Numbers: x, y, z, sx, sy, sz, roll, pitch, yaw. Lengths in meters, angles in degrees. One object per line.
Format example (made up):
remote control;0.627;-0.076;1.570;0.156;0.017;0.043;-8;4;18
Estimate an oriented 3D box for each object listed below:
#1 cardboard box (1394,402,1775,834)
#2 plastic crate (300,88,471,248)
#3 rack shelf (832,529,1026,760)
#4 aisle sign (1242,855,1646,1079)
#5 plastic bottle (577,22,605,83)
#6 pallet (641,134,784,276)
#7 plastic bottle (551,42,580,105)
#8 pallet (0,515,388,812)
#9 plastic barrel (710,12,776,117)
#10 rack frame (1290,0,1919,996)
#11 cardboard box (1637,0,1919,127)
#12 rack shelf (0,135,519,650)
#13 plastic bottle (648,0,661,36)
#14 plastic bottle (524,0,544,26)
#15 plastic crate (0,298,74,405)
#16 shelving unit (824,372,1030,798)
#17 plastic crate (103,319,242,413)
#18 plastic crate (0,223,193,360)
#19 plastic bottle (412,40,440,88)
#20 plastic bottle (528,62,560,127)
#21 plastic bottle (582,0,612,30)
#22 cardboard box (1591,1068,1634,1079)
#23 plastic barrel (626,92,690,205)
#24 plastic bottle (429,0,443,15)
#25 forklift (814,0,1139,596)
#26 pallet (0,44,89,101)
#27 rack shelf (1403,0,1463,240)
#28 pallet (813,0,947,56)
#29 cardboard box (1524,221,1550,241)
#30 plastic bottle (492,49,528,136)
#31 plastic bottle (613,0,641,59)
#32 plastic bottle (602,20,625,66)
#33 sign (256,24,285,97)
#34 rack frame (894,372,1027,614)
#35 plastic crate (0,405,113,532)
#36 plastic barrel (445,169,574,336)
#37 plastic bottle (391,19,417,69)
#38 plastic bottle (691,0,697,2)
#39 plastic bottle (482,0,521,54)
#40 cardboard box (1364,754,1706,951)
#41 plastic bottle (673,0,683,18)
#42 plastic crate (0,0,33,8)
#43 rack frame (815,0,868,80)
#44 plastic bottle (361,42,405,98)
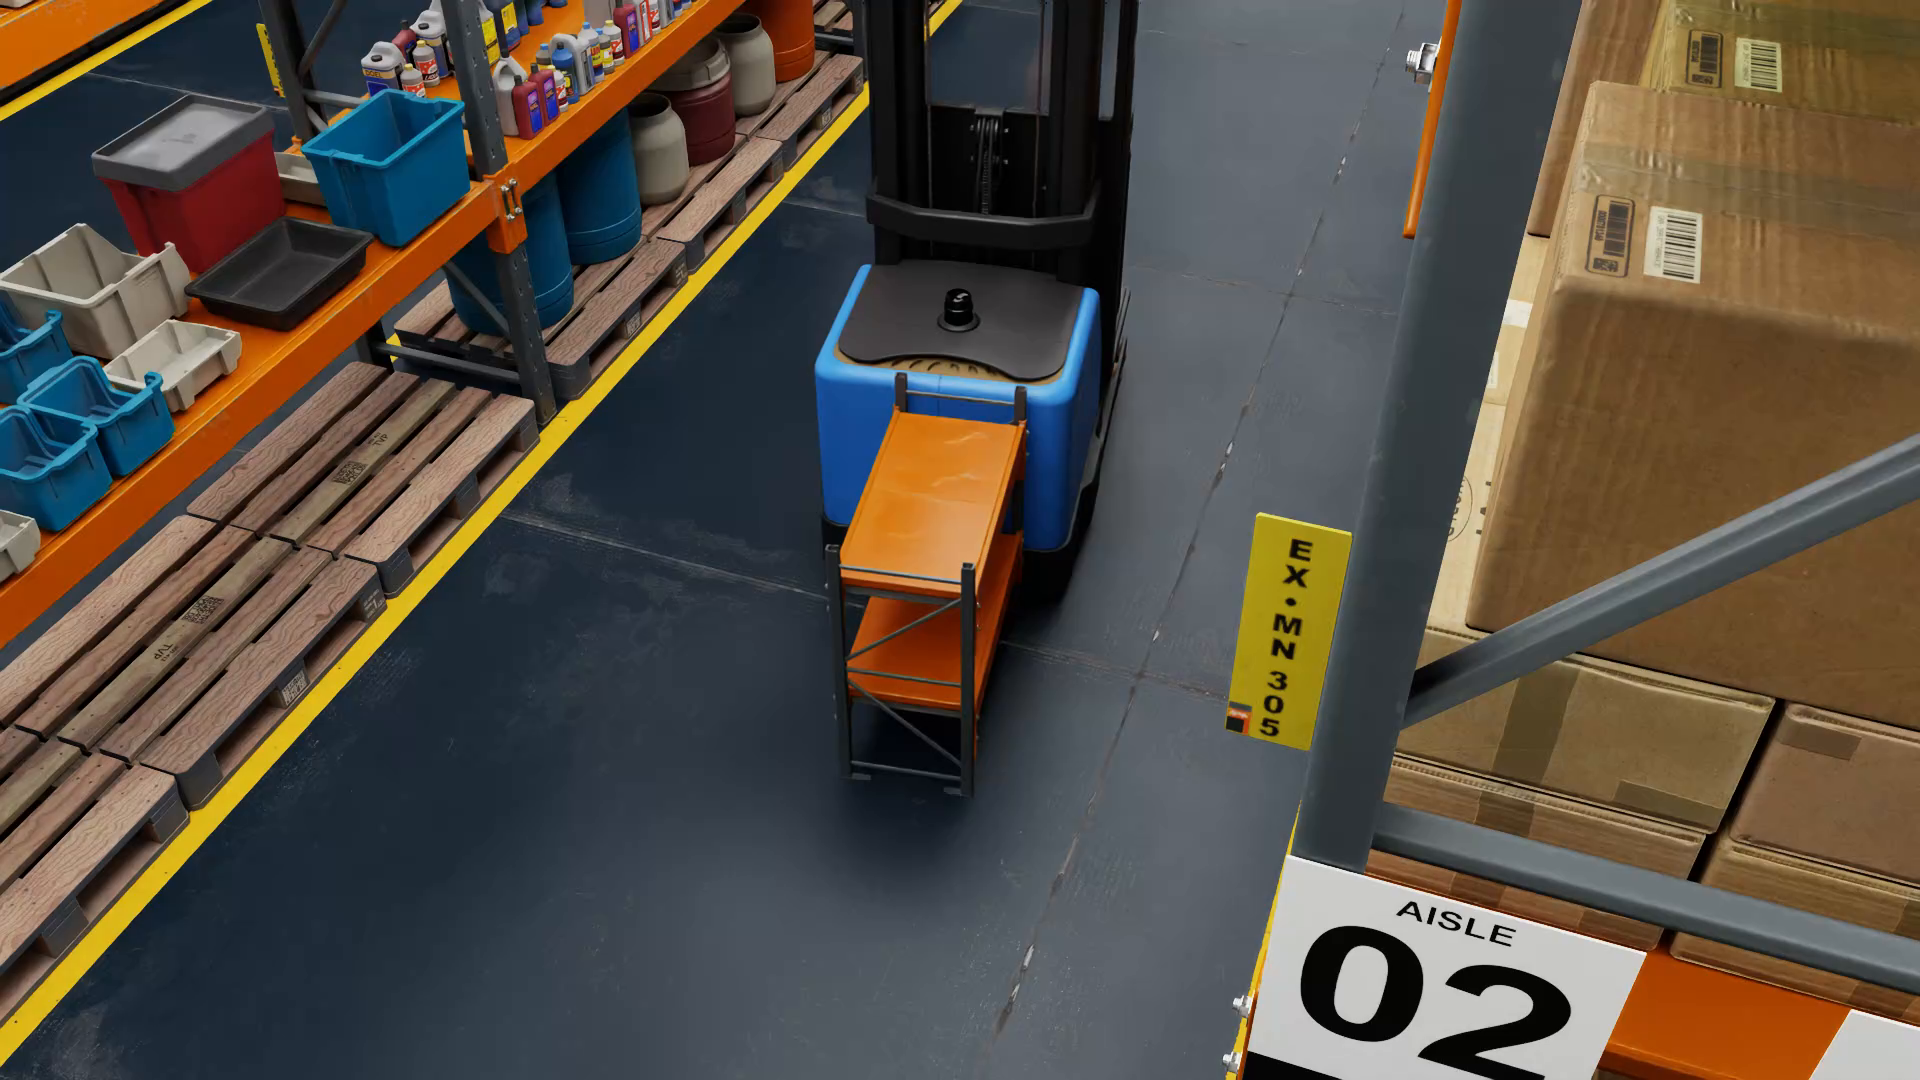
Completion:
cardboard box;0.806;0.076;2.269;0.500;0.250;0.500;13;42;15
plastic crate;-2.255;-1.477;6.636;0.392;0.384;0.575;13;42;15
rack shelf;-0.098;0.345;6.355;0.538;0.278;1.000;7;41;9
aisle sign;0.559;0.705;2.110;0.394;0.787;0.004;13;42;15
plastic bottle;-1.709;-2.258;7.684;0.097;0.271;0.097;0;40;0
pallet;-1.697;-1.968;9.394;1.003;0.211;1.213;13;42;15
plastic bottle;-1.788;-2.116;7.518;0.097;0.271;0.097;0;40;0
pallet;-3.046;0.444;6.567;1.003;0.211;1.213;13;42;15
plastic barrel;-1.308;-2.808;9.823;0.421;0.512;0.421;0;40;0
rack frame;0.870;-0.562;0.975;1.000;3.000;0.127;13;42;15
cardboard box;1.281;-0.442;2.299;0.700;0.500;0.500;13;42;15
rack shelf;-3.099;-0.327;5.877;1.077;0.370;4.000;13;42;15
plastic bottle;-1.517;-2.573;8.107;0.097;0.201;0.097;0;40;0
plastic bottle;-2.118;-2.680;8.180;0.097;0.271;0.097;0;40;0
plastic crate;-3.322;-0.650;5.783;0.416;0.233;0.300;13;42;15
shelving unit;-0.098;0.159;6.197;0.538;1.125;1.048;7;41;9
plastic crate;-2.728;-0.615;5.816;0.293;0.136;0.466;13;42;15
plastic crate;-3.111;-0.908;6.049;0.437;0.282;0.530;13;42;15
plastic bottle;-2.468;-2.202;7.673;0.097;0.201;0.097;0;40;0
plastic bottle;-1.844;-1.987;7.358;0.061;0.283;0.133;13;42;15
plastic bottle;-1.726;-2.570;8.047;0.152;0.276;0.135;13;42;15
cardboard box;1.270;1.090;2.814;0.500;0.500;0.500;15;43;16
plastic barrel;-1.694;-2.119;9.016;0.421;0.512;0.421;0;40;0
plastic bottle;-2.409;-2.435;7.831;0.144;0.351;0.185;13;42;15
forklift;0.212;-1.847;7.156;1.130;2.935;3.031;7;41;9
pallet;-6.461;-3.093;10.713;1.003;0.211;1.213;13;42;15
rack shelf;1.554;-1.507;2.640;1.077;0.370;4.000;13;42;15
pallet;-0.746;-3.664;11.382;1.003;0.211;1.213;13;42;15
cardboard box;1.151;-0.533;2.983;0.500;0.250;0.500;13;42;15
plastic bottle;-1.977;-1.970;7.285;0.144;0.351;0.185;13;42;15
plastic bottle;-1.586;-2.447;7.897;0.061;0.283;0.133;13;42;15
plastic bottle;-1.642;-2.350;7.846;0.097;0.201;0.097;0;40;0
sign;-2.932;-2.049;7.128;0.100;0.325;0.005;13;42;15
rack frame;0.002;-0.164;6.576;0.500;1.125;0.032;7;41;9
plastic crate;-2.939;-0.221;5.281;0.416;0.233;0.300;13;42;15
plastic barrel;-2.213;-1.510;8.003;0.600;0.901;0.708;13;42;15
plastic bottle;-2.548;-2.240;7.654;0.061;0.283;0.133;13;42;15
plastic bottle;-1.378;-2.921;8.401;0.144;0.351;0.185;13;42;15
plastic bottle;-2.210;-2.516;7.926;0.144;0.351;0.185;13;42;15
cardboard box;0.798;0.264;2.433;0.500;0.250;0.500;13;42;15
plastic bottle;-1.438;-2.741;8.250;0.097;0.271;0.097;0;40;0
plastic crate;-2.735;-1.761;4.783;0.437;0.282;0.530;13;42;15
rack frame;-1.048;-4.261;9.933;1.000;3.000;0.127;13;42;15
plastic bottle;-2.585;-2.086;7.479;0.152;0.276;0.135;13;42;15
